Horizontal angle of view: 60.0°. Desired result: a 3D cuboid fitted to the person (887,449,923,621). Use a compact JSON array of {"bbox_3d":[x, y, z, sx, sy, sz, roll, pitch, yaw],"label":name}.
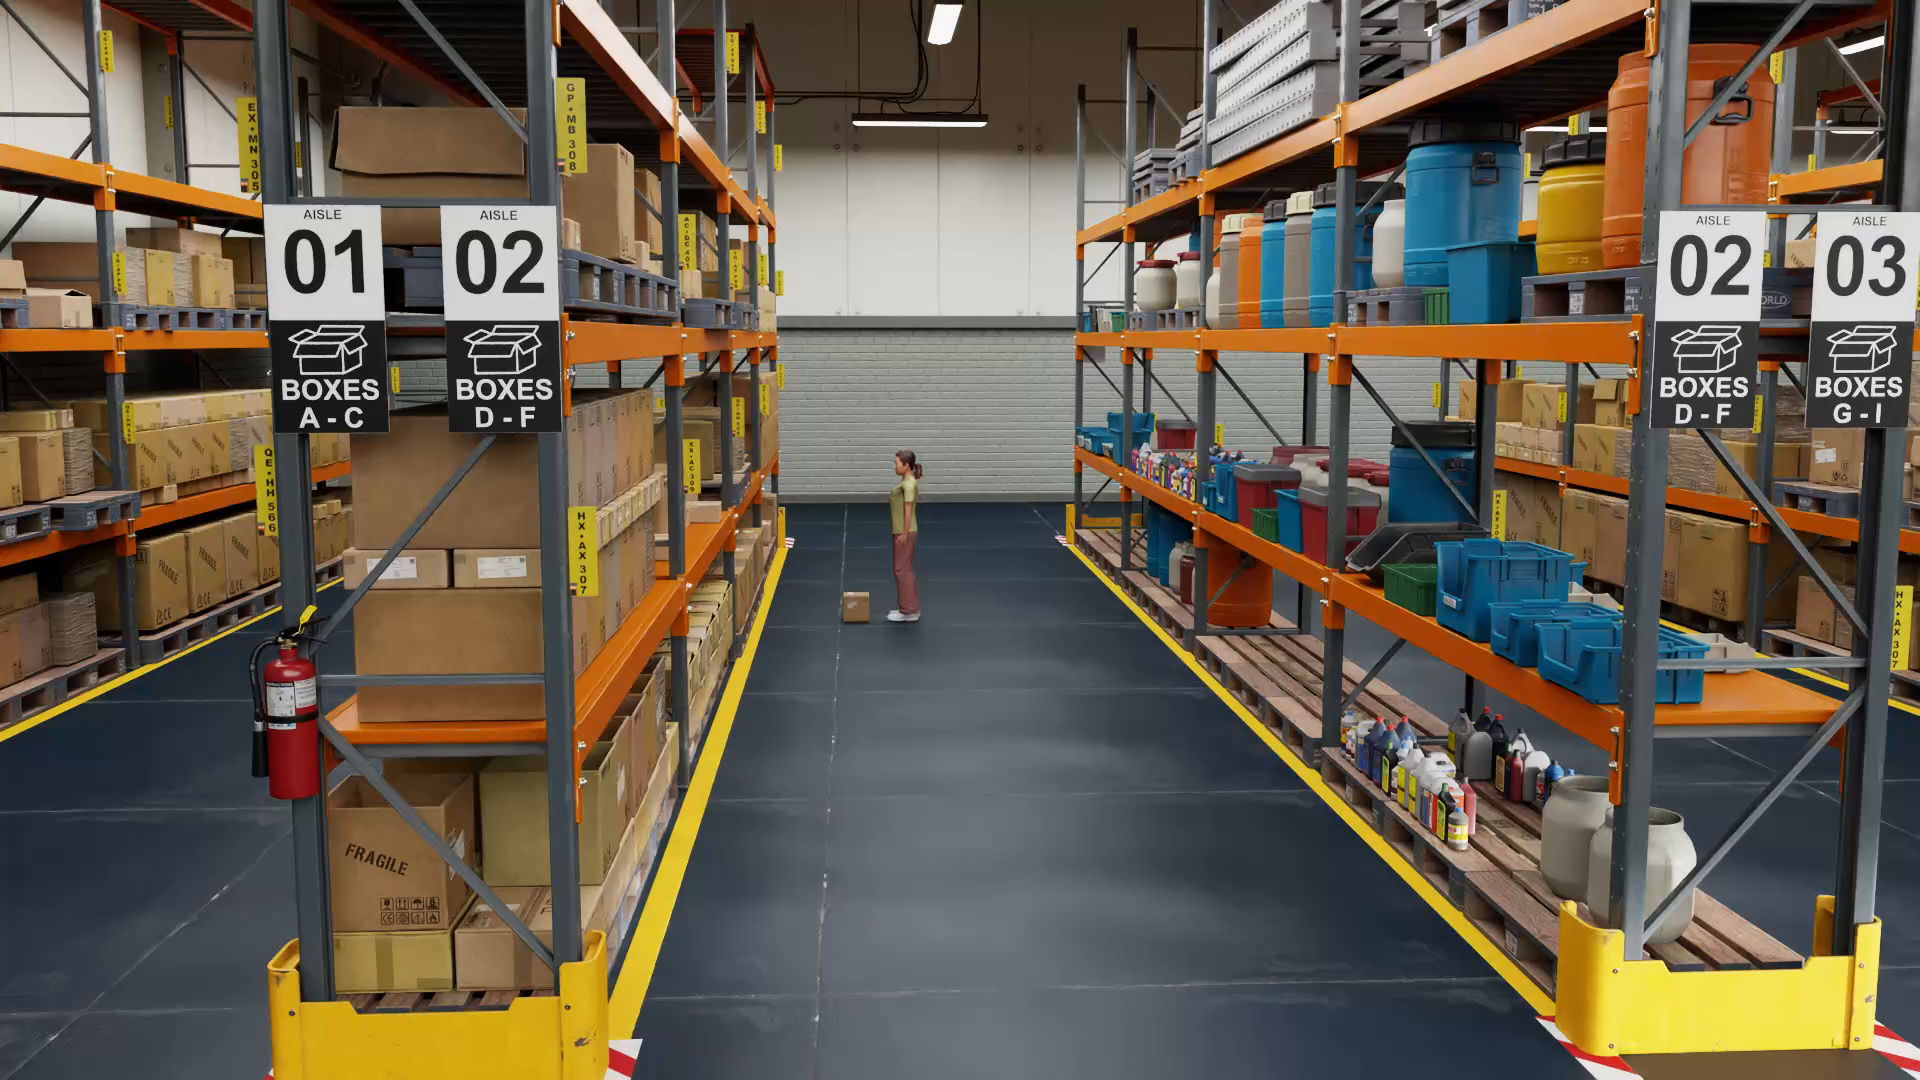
[{"bbox_3d":[-0.530,-0.051,16.198,0.364,1.671,0.442,0,7,-2],"label":"person"}]
